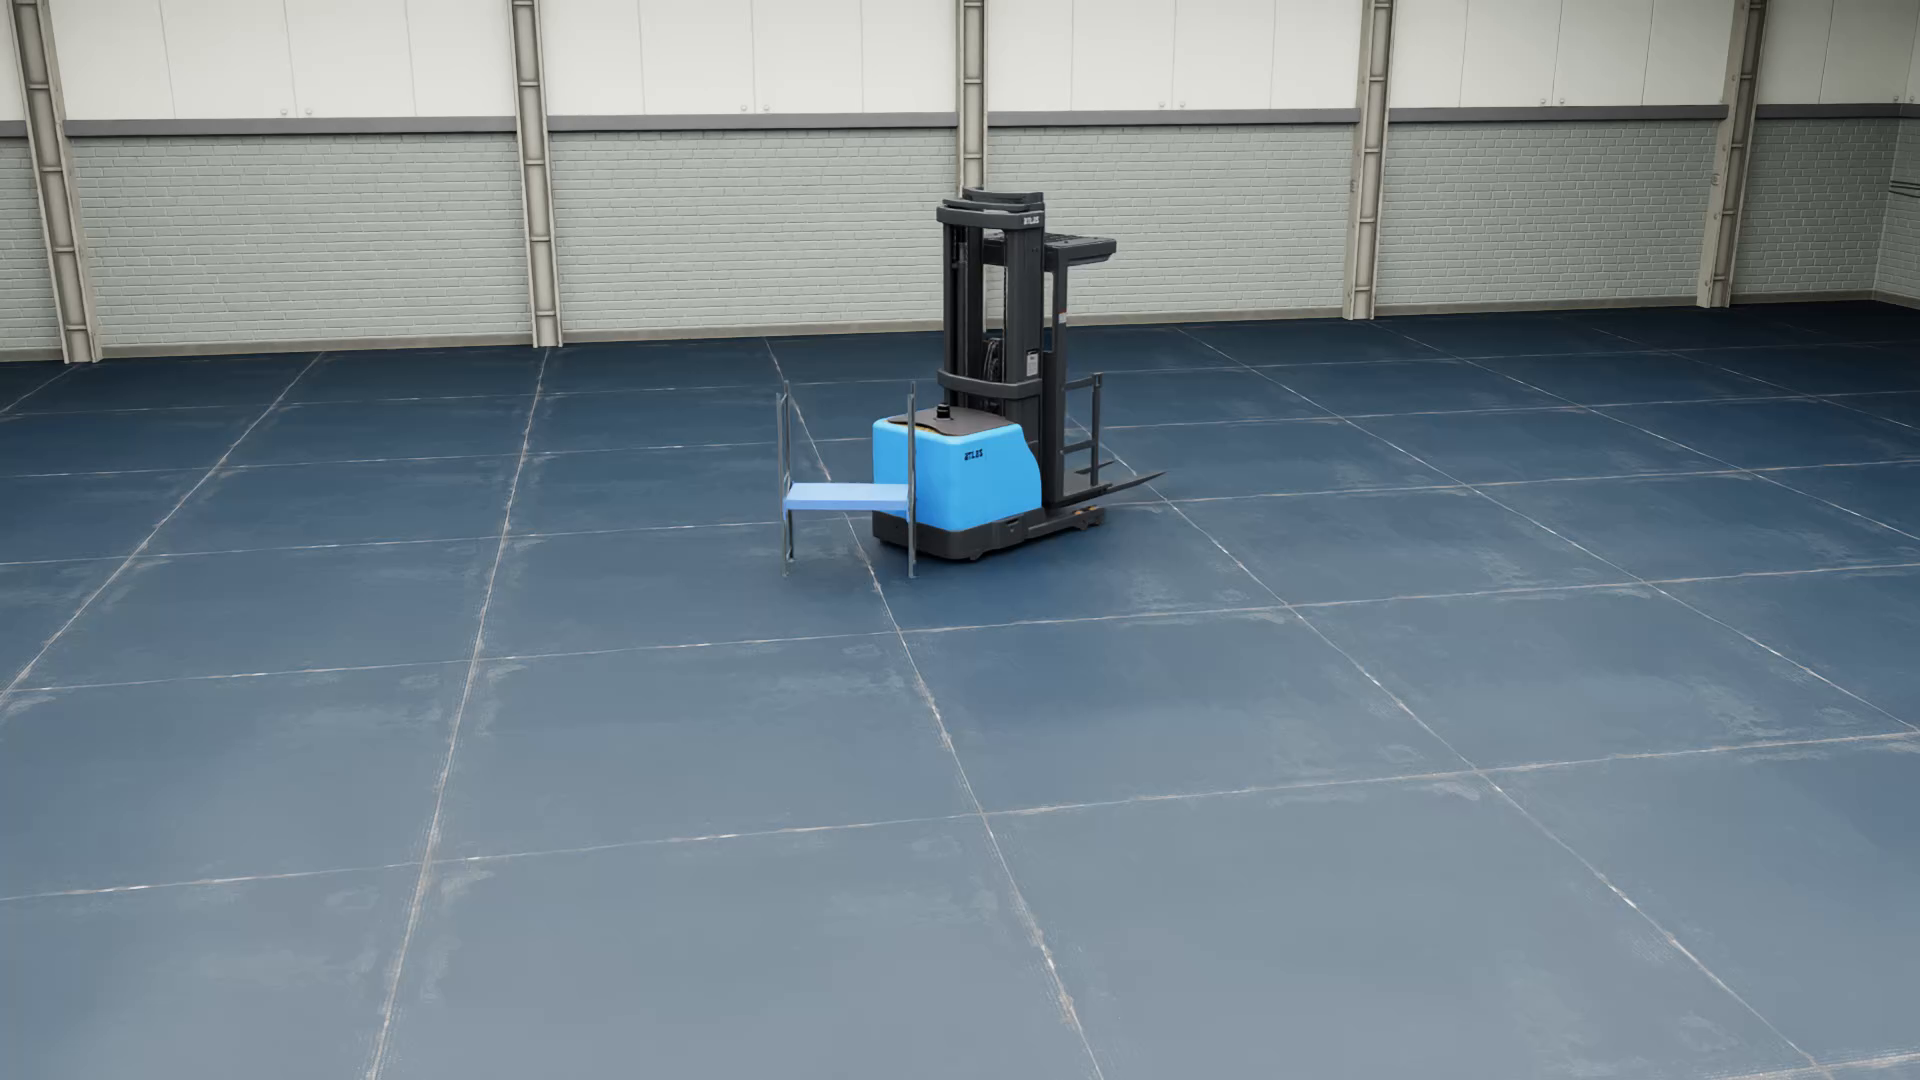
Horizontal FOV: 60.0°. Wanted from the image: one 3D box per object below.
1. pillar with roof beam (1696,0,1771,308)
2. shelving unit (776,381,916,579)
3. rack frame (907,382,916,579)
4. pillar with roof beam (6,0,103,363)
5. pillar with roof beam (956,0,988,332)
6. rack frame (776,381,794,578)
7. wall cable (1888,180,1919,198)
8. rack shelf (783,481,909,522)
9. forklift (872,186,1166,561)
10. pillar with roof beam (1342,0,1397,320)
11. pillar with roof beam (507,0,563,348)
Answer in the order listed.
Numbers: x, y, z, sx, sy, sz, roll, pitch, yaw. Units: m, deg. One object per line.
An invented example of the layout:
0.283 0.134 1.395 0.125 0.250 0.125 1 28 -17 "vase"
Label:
12.761 -6.776 21.047 0.400 9.000 9.100 -3 17 -10 "pillar with roof beam"
-0.892 -0.483 13.331 1.048 1.500 0.538 1 17 2 "shelving unit"
-0.384 -0.479 13.315 0.032 1.500 0.500 1 17 2 "rack frame"
-10.803 -5.440 16.695 0.400 9.000 9.100 -3 17 -10 "pillar with roof beam"
0.979 -6.108 18.871 0.400 9.000 9.100 -3 17 -10 "pillar with roof beam"
-1.400 -0.488 13.346 0.032 1.500 0.500 1 17 2 "rack frame"
15.088 -6.316 24.837 0.112 2.526 3.097 -3 17 -10 "wall cable"
-0.892 -0.311 13.384 1.000 0.185 0.538 1 17 2 "rack shelf"
0.644 -1.585 14.479 1.130 2.935 3.031 16 23 42 "forklift"
6.870 -6.442 19.959 0.400 9.000 9.100 -3 17 -10 "pillar with roof beam"
-4.912 -5.774 17.783 0.400 9.000 9.100 -3 17 -10 "pillar with roof beam"
